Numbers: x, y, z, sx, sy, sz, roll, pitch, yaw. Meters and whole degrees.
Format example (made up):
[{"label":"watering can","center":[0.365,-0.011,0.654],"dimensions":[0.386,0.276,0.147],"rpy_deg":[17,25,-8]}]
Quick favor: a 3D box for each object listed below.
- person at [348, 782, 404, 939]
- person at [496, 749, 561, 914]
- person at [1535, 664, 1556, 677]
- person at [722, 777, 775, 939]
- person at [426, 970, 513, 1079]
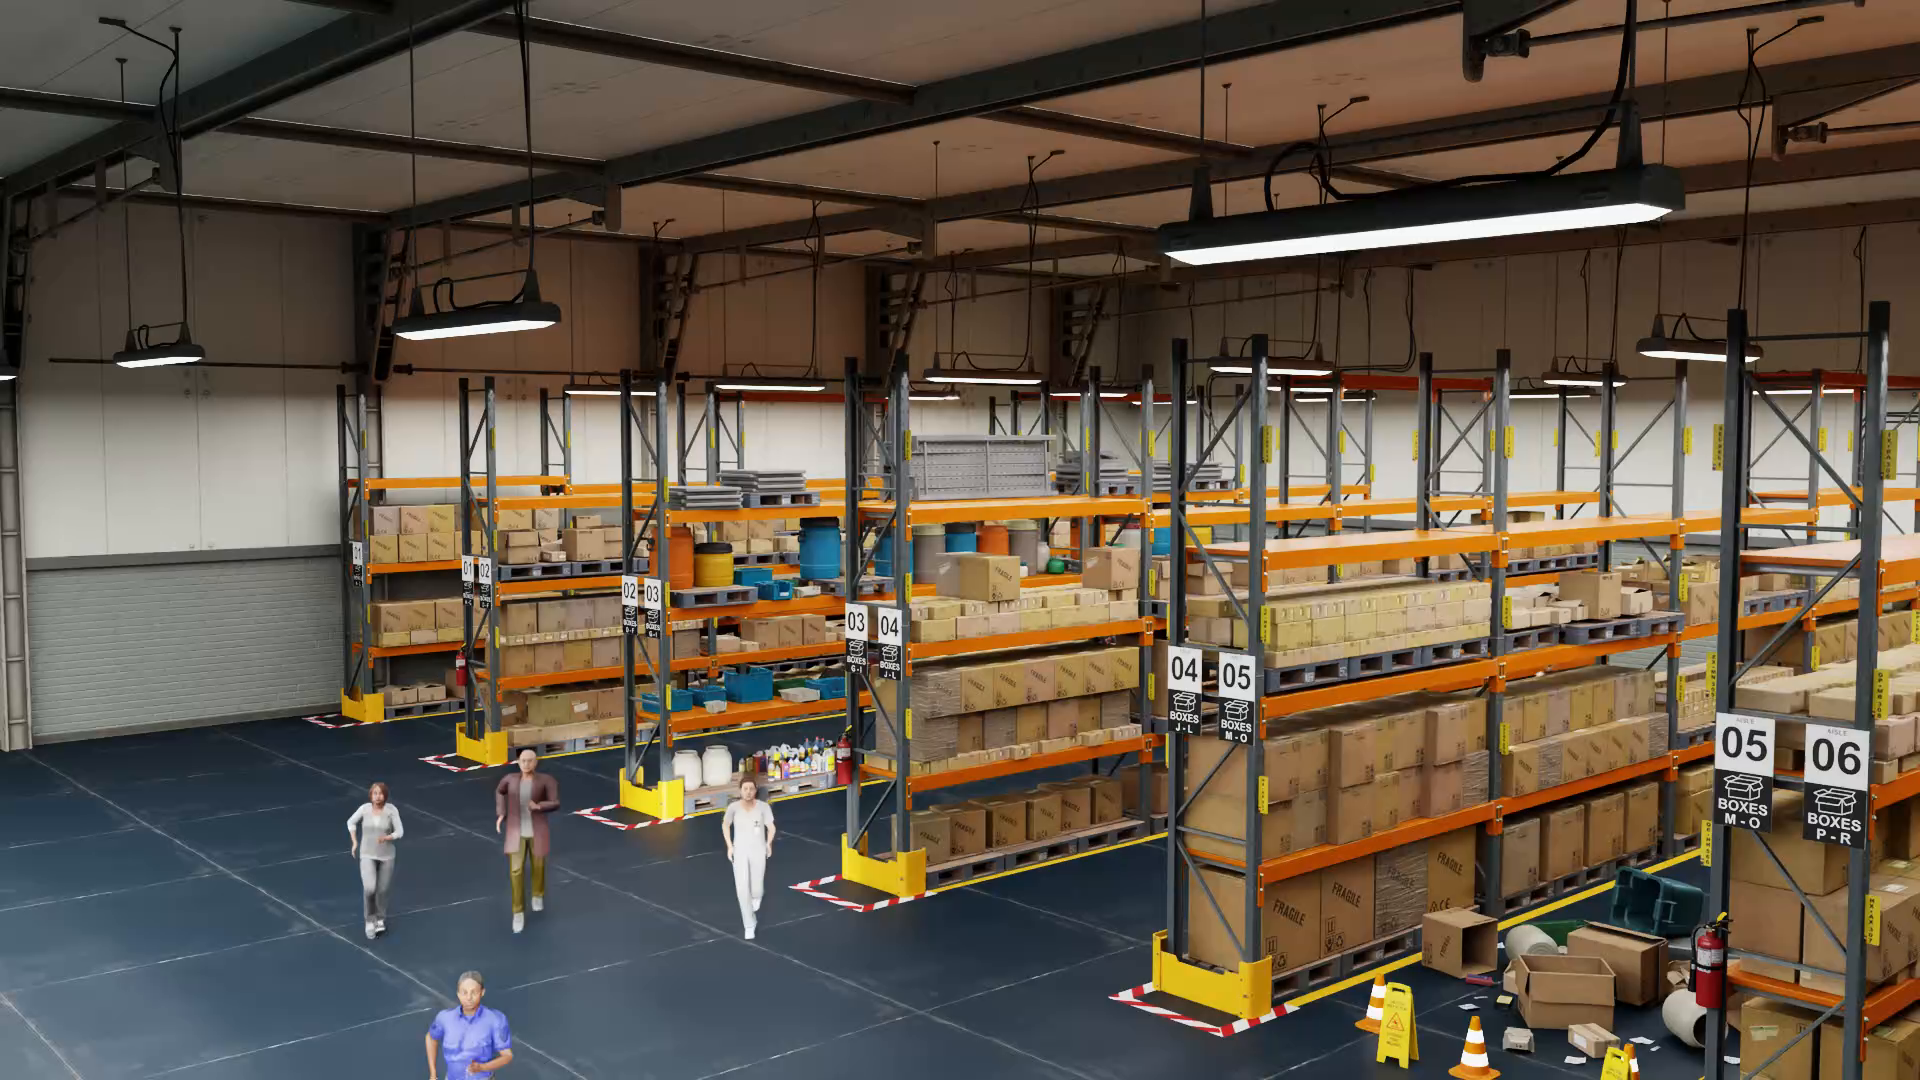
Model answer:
[{"label":"person","center":[-5.927,3.255,16.904],"dimensions":[0.520,1.582,0.606],"rpy_deg":[-2,4,-23]},{"label":"person","center":[-4.548,3.136,17.518],"dimensions":[0.680,1.461,0.841],"rpy_deg":[-1,4,-12]},{"label":"person","center":[8.845,2.632,25.040],"dimensions":[0.642,1.829,0.854],"rpy_deg":[3,5,41]},{"label":"person","center":[-2.182,3.230,17.199],"dimensions":[0.548,1.630,0.734],"rpy_deg":[0,4,-6]},{"label":"person","center":[-3.168,3.632,10.753],"dimensions":[0.546,1.719,0.770],"rpy_deg":[-1,4,-16]}]
